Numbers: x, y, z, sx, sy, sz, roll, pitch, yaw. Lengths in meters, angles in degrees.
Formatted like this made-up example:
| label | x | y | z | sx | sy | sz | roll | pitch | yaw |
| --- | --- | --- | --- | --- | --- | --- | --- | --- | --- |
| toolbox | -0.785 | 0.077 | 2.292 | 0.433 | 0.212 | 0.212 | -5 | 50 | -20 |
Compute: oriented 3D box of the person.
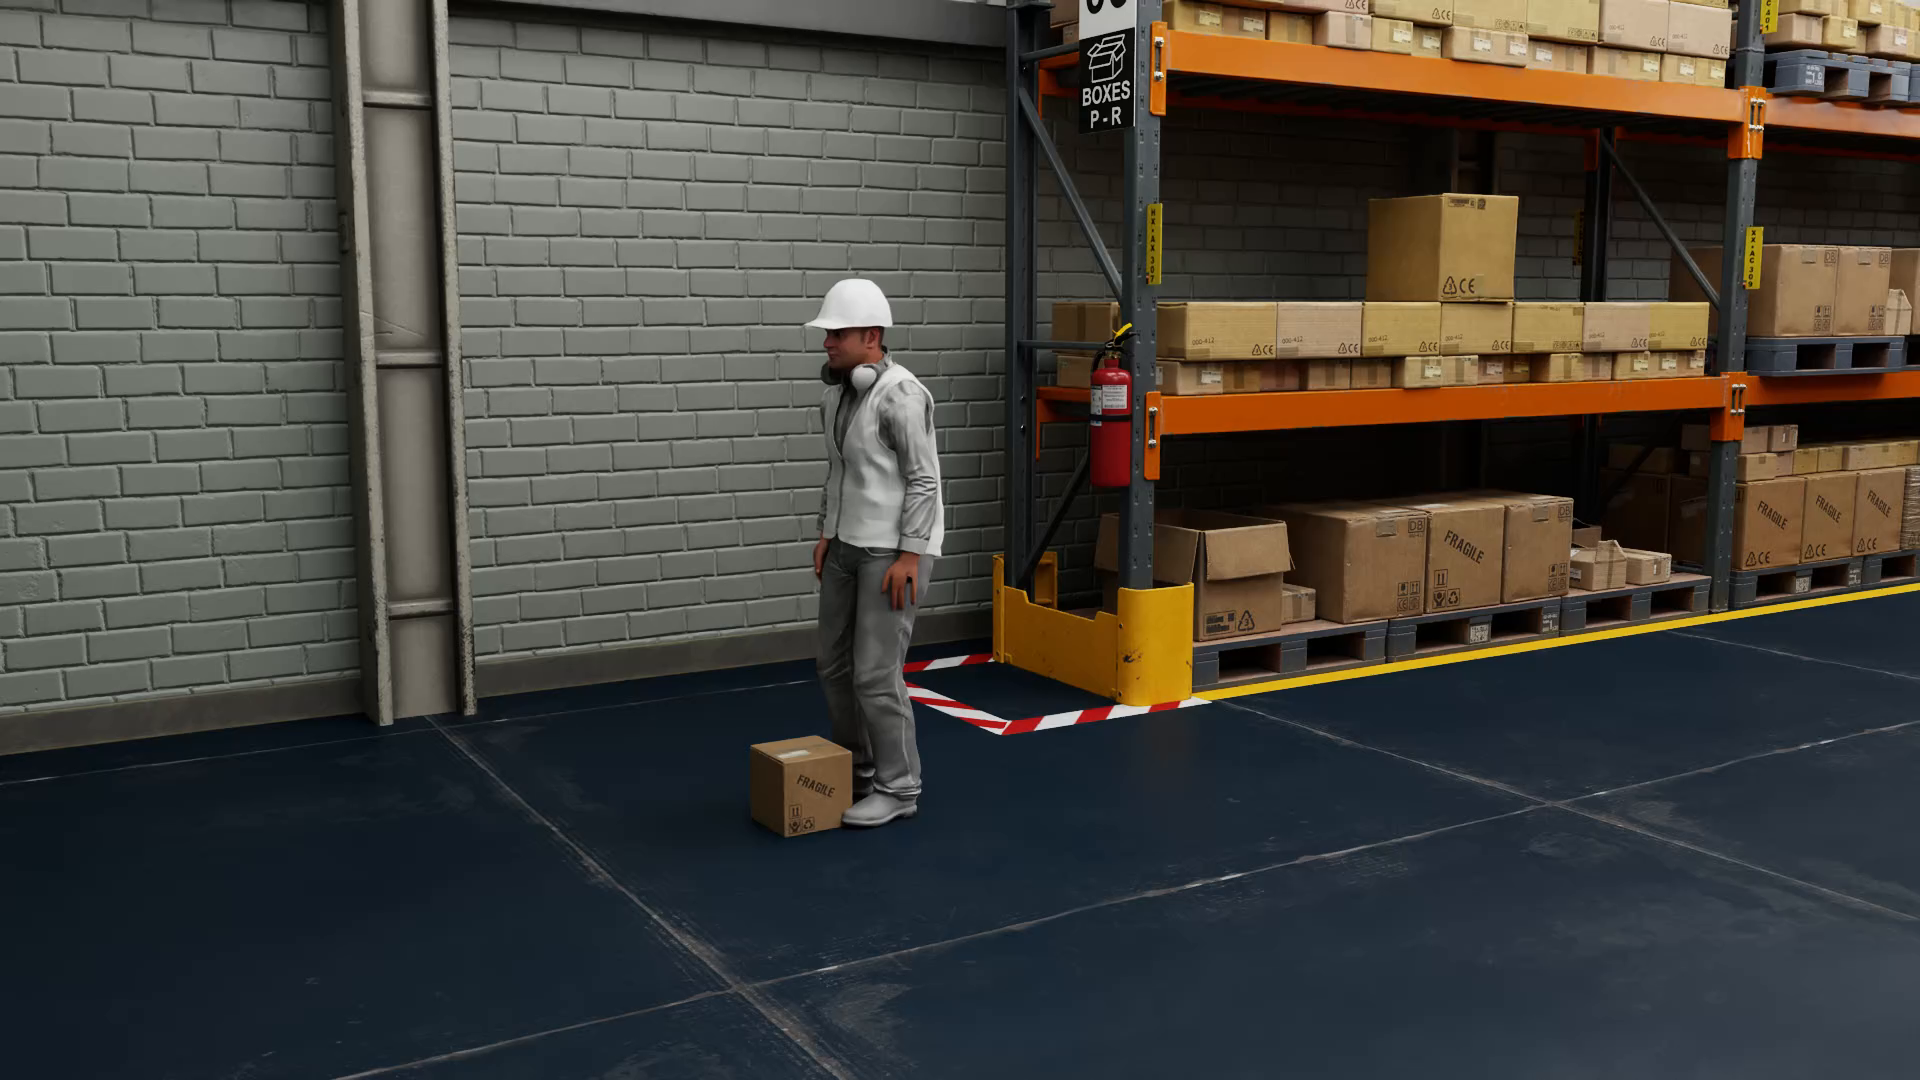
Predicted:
| label | x | y | z | sx | sy | sz | roll | pitch | yaw |
| --- | --- | --- | --- | --- | --- | --- | --- | --- | --- |
| person | -0.299 | 0.034 | 5.495 | 0.465 | 1.769 | 0.580 | -5 | 10 | -34 |
